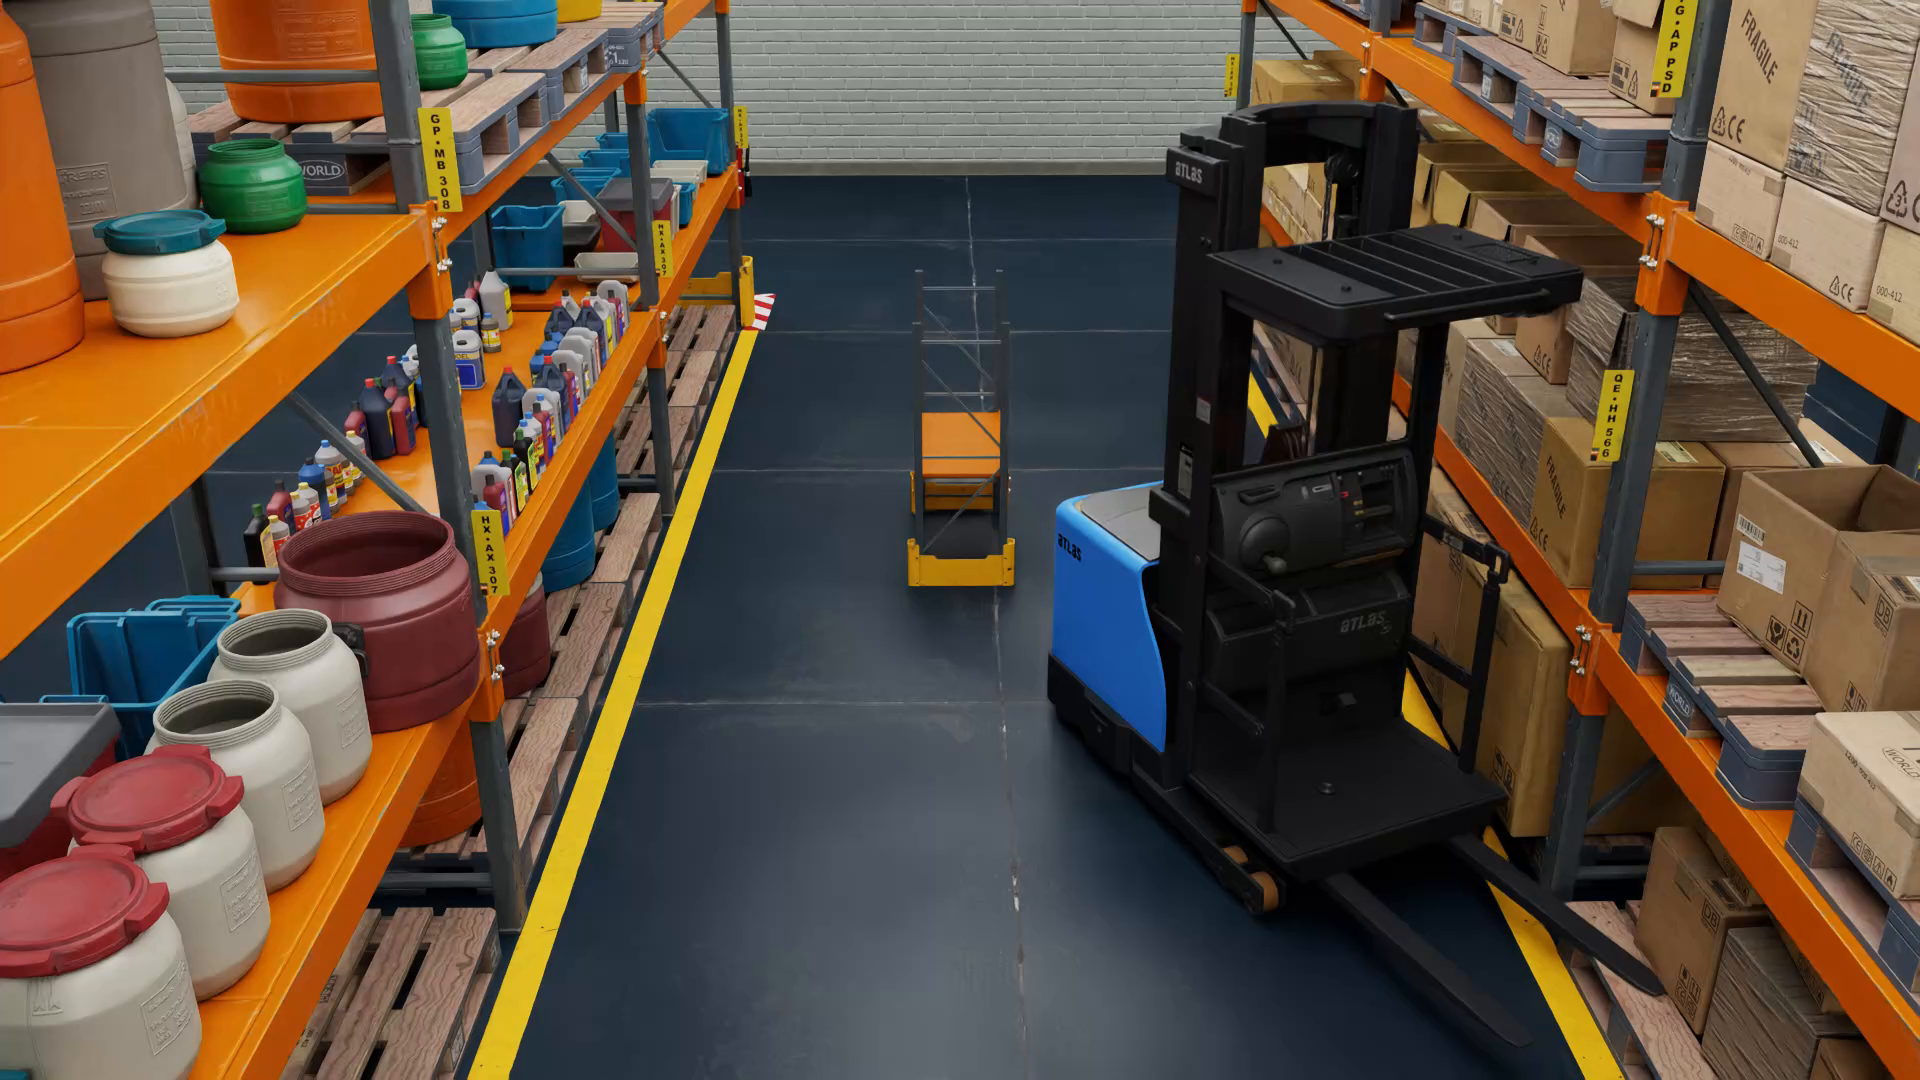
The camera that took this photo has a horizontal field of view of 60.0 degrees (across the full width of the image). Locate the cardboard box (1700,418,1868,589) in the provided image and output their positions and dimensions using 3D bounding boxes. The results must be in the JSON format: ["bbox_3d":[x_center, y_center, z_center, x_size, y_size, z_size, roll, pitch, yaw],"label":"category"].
[{"bbox_3d":[3.030,-0.143,6.304,0.500,0.500,0.500,0,24,1],"label":"cardboard box"}]

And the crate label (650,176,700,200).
[{"bbox_3d":[-2.070,-2.508,11.902,0.396,0.136,0.243,0,24,-1],"label":"crate label"}]

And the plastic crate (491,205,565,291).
[{"bbox_3d":[-2.579,-1.733,9.888,0.392,0.384,0.575,0,24,-1],"label":"plastic crate"}]

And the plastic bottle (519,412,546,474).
[{"bbox_3d":[-1.855,-0.423,7.202,0.097,0.271,0.097,0,24,0],"label":"plastic bottle"}]

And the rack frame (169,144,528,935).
[{"bbox_3d":[-2.189,0.126,5.830,1.000,3.000,0.127,0,24,-1],"label":"rack frame"}]

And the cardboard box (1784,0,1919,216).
[{"bbox_3d":[2.513,-1.132,4.245,0.500,0.500,0.500,0,24,0],"label":"cardboard box"}]

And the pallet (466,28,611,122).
[{"bbox_3d":[-2.111,-2.013,7.149,1.003,0.211,1.213,0,24,-1],"label":"pallet"}]

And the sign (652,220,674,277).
[{"bbox_3d":[-1.683,-1.650,9.421,0.100,0.325,0.005,0,24,-1],"label":"sign"}]

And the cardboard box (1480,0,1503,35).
[{"bbox_3d":[2.586,-2.373,7.513,0.380,0.149,0.250,-1,24,-3],"label":"cardboard box"}]

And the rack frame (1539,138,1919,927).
[{"bbox_3d":[2.763,0.104,5.880,1.000,3.000,0.127,0,24,-1],"label":"rack frame"}]

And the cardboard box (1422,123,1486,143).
[{"bbox_3d":[2.970,-2.151,9.778,0.500,0.500,0.500,0,24,-1],"label":"cardboard box"}]

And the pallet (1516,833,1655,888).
[{"bbox_3d":[2.830,1.050,7.173,1.003,0.211,1.213,0,24,-1],"label":"pallet"}]

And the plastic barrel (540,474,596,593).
[{"bbox_3d":[-2.236,-0.241,8.680,0.600,0.901,0.708,0,24,-1],"label":"plastic barrel"}]

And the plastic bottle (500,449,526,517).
[{"bbox_3d":[-1.832,-0.246,6.796,0.061,0.283,0.133,0,24,-1],"label":"plastic bottle"}]

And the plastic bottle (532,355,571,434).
[{"bbox_3d":[-1.884,-0.668,7.647,0.144,0.351,0.185,0,24,-1],"label":"plastic bottle"}]

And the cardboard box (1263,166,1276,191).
[{"bbox_3d":[2.426,-2.639,11.766,0.500,0.250,0.500,-1,24,-2],"label":"cardboard box"}]

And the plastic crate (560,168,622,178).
[{"bbox_3d":[-2.589,-2.475,11.713,0.416,0.233,0.300,0,24,-1],"label":"plastic crate"}]

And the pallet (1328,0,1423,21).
[{"bbox_3d":[2.721,-3.207,9.670,1.003,0.211,1.213,0,24,-1],"label":"pallet"}]

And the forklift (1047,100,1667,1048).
[{"bbox_3d":[1.504,-0.076,6.362,1.130,2.935,3.031,-11,27,-23],"label":"forklift"}]

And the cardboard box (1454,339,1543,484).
[{"bbox_3d":[2.502,-0.563,7.233,0.500,0.500,0.500,-1,24,-2],"label":"cardboard box"}]

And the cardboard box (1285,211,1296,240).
[{"bbox_3d":[2.374,-2.083,11.021,0.380,0.149,0.250,-1,24,-1],"label":"cardboard box"}]

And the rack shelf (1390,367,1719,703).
[{"bbox_3d":[2.742,-0.392,7.850,1.077,0.370,4.000,0,24,-1],"label":"rack shelf"}]

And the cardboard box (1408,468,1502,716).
[{"bbox_3d":[2.775,0.229,7.672,1.225,0.875,0.875,0,24,0],"label":"cardboard box"}]

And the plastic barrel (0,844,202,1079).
[{"bbox_3d":[-1.945,1.015,3.700,0.433,0.535,0.433,0,24,0],"label":"plastic barrel"}]

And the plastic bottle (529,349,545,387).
[{"bbox_3d":[-2.016,-0.785,8.001,0.097,0.271,0.097,0,24,0],"label":"plastic bottle"}]

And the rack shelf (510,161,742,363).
[{"bbox_3d":[-2.255,-2.018,11.445,1.077,0.370,4.000,0,24,-1],"label":"rack shelf"}]

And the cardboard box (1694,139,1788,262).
[{"bbox_3d":[2.514,-0.999,4.862,0.500,0.250,0.500,0,24,0],"label":"cardboard box"}]

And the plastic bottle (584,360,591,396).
[{"bbox_3d":[-1.866,-0.809,8.139,0.097,0.201,0.097,0,24,0],"label":"plastic bottle"}]

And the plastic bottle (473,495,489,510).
[{"bbox_3d":[-1.845,-0.043,6.360,0.097,0.271,0.097,0,24,0],"label":"plastic bottle"}]

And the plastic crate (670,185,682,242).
[{"bbox_3d":[-2.065,-2.125,10.880,0.437,0.282,0.530,0,24,-1],"label":"plastic crate"}]

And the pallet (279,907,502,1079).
[{"bbox_3d":[-2.220,1.716,5.699,1.003,0.211,1.213,0,24,-1],"label":"pallet"}]

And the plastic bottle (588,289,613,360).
[{"bbox_3d":[-1.896,-1.122,8.651,0.144,0.351,0.185,0,24,-1],"label":"plastic bottle"}]

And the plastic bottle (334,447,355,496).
[{"bbox_3d":[-2.611,-0.291,6.995,0.097,0.201,0.097,0,24,0],"label":"plastic bottle"}]

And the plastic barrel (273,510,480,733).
[{"bbox_3d":[-1.881,0.254,5.383,0.600,0.536,0.708,0,24,-1],"label":"plastic barrel"}]

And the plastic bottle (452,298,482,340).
[{"bbox_3d":[-2.605,-1.122,8.741,0.152,0.276,0.135,0,24,-1],"label":"plastic bottle"}]

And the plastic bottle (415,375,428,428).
[{"bbox_3d":[-2.476,-0.666,7.739,0.097,0.271,0.097,0,24,0],"label":"plastic bottle"}]

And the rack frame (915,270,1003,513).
[{"bbox_3d":[-0.005,-0.858,9.826,0.500,1.500,0.032,0,24,-1],"label":"rack frame"}]

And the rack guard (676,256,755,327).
[{"bbox_3d":[-2.290,-2.041,13.656,1.175,0.500,0.348,0,24,-1],"label":"rack guard"}]

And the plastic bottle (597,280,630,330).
[{"bbox_3d":[-1.905,-1.304,9.144,0.152,0.276,0.135,0,24,-1],"label":"plastic bottle"}]

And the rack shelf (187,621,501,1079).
[{"bbox_3d":[-2.167,1.278,4.156,1.077,0.370,4.000,0,24,-1],"label":"rack shelf"}]

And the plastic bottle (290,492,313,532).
[{"bbox_3d":[-2.606,-0.090,6.551,0.097,0.201,0.097,0,24,0],"label":"plastic bottle"}]

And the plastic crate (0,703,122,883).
[{"bbox_3d":[-2.478,0.765,4.342,0.402,0.464,0.583,0,24,-1],"label":"plastic crate"}]

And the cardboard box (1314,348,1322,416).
[{"bbox_3d":[2.793,-1.040,10.477,0.875,0.875,0.875,0,24,-1],"label":"cardboard box"}]

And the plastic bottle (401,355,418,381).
[{"bbox_3d":[-2.622,-0.746,7.915,0.097,0.271,0.097,0,24,0],"label":"plastic bottle"}]

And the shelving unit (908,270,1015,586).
[{"bbox_3d":[0.001,-0.652,9.371,0.587,1.500,1.083,0,24,-1],"label":"shelving unit"}]

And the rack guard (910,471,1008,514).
[{"bbox_3d":[-0.005,-0.288,10.083,0.587,0.250,0.087,0,24,-1],"label":"rack guard"}]

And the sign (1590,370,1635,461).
[{"bbox_3d":[2.208,-0.419,5.632,0.100,0.325,0.005,0,24,-1],"label":"sign"}]

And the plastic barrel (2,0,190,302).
[{"bbox_3d":[-2.397,-1.129,4.358,0.600,0.901,0.600,0,24,0],"label":"plastic barrel"}]

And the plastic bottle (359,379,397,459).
[{"bbox_3d":[-2.593,-0.553,7.392,0.144,0.351,0.185,0,24,-1],"label":"plastic bottle"}]

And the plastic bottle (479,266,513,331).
[{"bbox_3d":[-2.553,-1.336,9.124,0.144,0.351,0.185,0,24,-1],"label":"plastic bottle"}]

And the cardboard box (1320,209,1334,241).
[{"bbox_3d":[2.453,-1.792,9.893,0.500,0.250,0.500,-1,24,-2],"label":"cardboard box"}]

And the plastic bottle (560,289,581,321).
[{"bbox_3d":[-2.040,-1.121,8.649,0.144,0.351,0.185,0,24,-1],"label":"plastic bottle"}]

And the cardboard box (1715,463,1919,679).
[{"bbox_3d":[2.809,0.090,5.281,0.500,0.500,0.500,-3,25,-7],"label":"cardboard box"}]

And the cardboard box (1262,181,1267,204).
[{"bbox_3d":[2.363,-2.507,11.957,0.380,0.149,0.250,-1,24,-2],"label":"cardboard box"}]

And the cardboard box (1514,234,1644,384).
[{"bbox_3d":[2.767,-0.968,6.912,0.797,0.503,0.637,0,24,1],"label":"cardboard box"}]

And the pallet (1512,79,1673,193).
[{"bbox_3d":[2.703,-1.442,5.886,1.213,0.211,1.003,1,24,2],"label":"pallet"}]

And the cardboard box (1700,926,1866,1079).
[{"bbox_3d":[2.810,1.547,5.189,0.700,0.500,0.500,-2,24,-5],"label":"cardboard box"}]

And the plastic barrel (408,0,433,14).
[{"bbox_3d":[-2.359,-2.223,6.711,0.433,0.535,0.433,0,24,0],"label":"plastic barrel"}]

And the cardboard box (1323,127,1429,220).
[{"bbox_3d":[2.447,-2.141,9.755,0.500,0.500,0.500,0,24,1],"label":"cardboard box"}]
